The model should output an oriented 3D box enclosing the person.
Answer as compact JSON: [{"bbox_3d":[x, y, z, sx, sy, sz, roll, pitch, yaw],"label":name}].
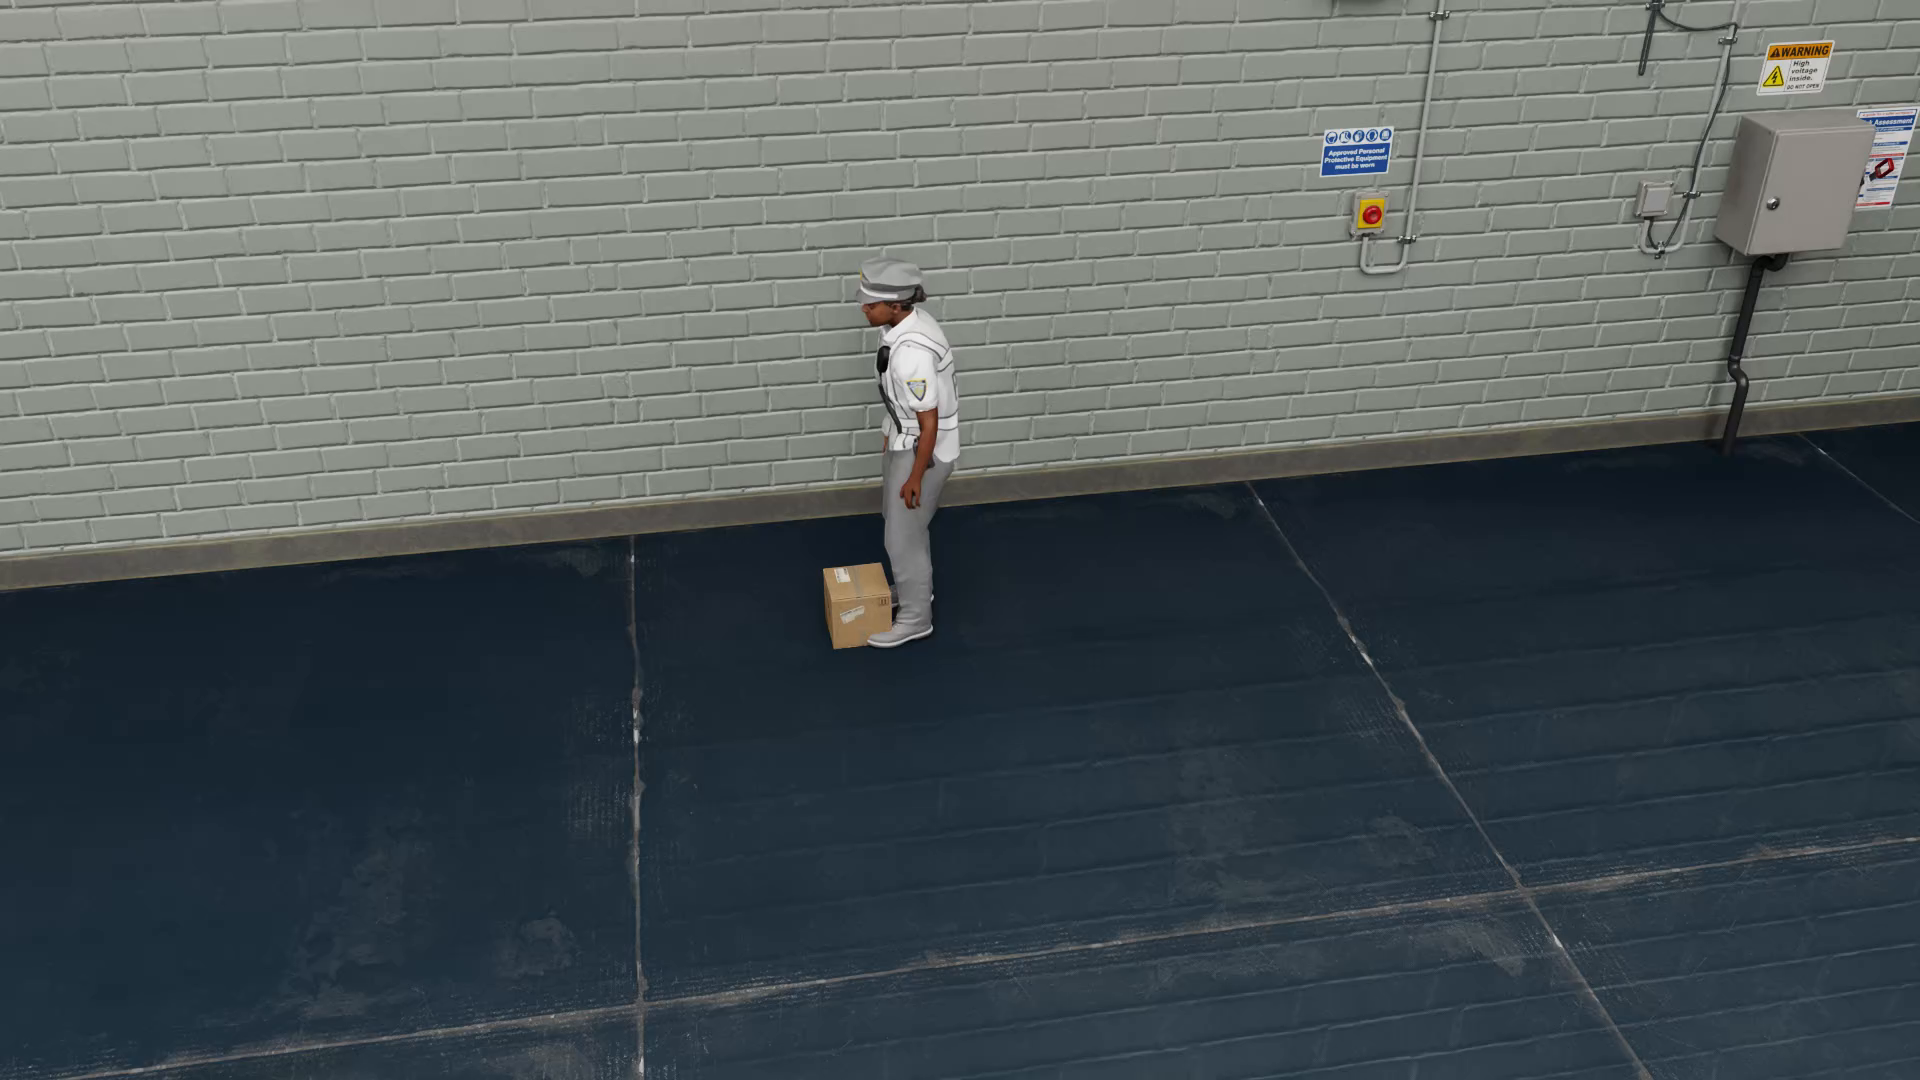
[{"bbox_3d":[-0.217,-0.350,6.720,0.417,1.657,0.517,-6,31,-10],"label":"person"}]
